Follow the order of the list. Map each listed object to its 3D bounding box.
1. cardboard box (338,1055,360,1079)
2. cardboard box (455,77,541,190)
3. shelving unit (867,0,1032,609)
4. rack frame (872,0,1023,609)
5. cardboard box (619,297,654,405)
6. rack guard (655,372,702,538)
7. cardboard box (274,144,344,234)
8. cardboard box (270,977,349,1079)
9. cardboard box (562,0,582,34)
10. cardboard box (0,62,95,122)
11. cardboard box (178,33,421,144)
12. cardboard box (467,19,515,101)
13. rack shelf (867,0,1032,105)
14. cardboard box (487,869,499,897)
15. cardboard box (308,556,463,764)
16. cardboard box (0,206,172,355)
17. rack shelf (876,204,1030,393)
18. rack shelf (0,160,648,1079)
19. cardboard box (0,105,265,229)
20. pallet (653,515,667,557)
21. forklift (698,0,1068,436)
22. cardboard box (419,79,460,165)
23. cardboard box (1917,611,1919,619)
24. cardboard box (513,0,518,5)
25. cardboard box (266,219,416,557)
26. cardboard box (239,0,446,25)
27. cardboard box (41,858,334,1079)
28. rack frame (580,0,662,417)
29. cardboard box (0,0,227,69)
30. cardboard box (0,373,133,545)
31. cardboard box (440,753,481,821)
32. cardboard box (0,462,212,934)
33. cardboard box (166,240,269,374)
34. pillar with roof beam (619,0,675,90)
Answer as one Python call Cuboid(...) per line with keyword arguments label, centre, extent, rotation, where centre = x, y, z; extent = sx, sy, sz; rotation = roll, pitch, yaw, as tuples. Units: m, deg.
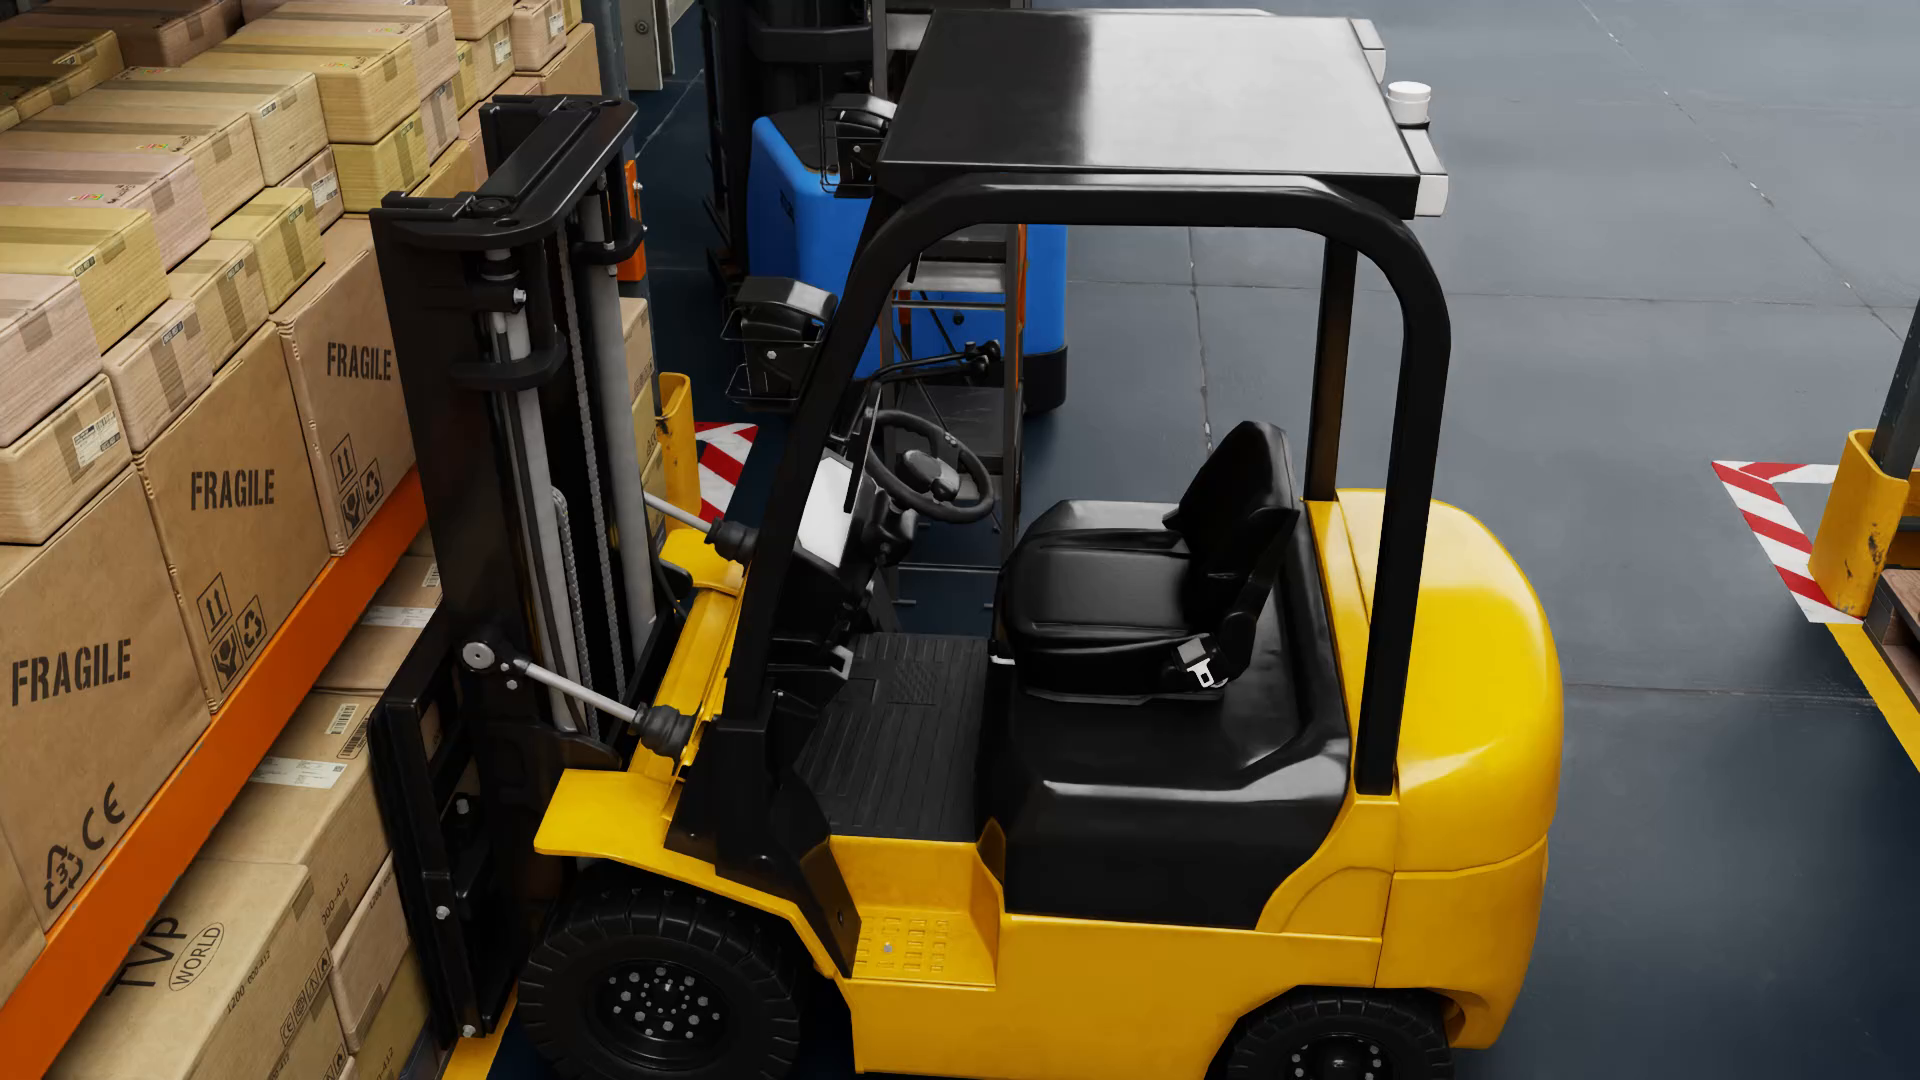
Cuboid(label="cardboard box", centre=(-1.446, 1.232, 3.113), extent=(0.500, 0.250, 0.500), rotation=(2, 32, 3))
Cuboid(label="cardboard box", centre=(-1.346, -0.850, 4.175), extent=(0.500, 0.500, 0.500), rotation=(3, 32, 6))
Cuboid(label="shelving unit", centre=(-0.013, -0.807, 5.059), extent=(0.431, 2.100, 0.503), rotation=(2, 32, 4))
Cuboid(label="rack frame", centre=(-0.033, -0.680, 4.852), extent=(0.400, 2.100, 0.015), rotation=(2, 32, 4))
Cuboid(label="cardboard box", centre=(-1.242, -0.527, 5.013), extent=(0.500, 0.250, 0.500), rotation=(3, 32, 6))
Cuboid(label="rack guard", centre=(-1.514, -0.295, 5.753), extent=(1.175, 0.500, 0.348), rotation=(2, 32, 4))
Cuboid(label="cardboard box", centre=(-1.455, -0.674, 3.271), extent=(0.380, 0.149, 0.250), rotation=(2, 32, 4))
Cuboid(label="cardboard box", centre=(-1.455, 1.021, 2.979), extent=(0.500, 0.250, 0.500), rotation=(2, 32, 4))
Cuboid(label="cardboard box", centre=(-1.265, -1.472, 4.566), extent=(0.380, 0.149, 0.250), rotation=(3, 32, 5))
Cuboid(label="cardboard box", centre=(-1.910, -0.818, 3.221), extent=(0.380, 0.149, 0.250), rotation=(3, 32, 4))
Cuboid(label="cardboard box", centre=(-1.339, -0.924, 3.393), extent=(0.380, 0.149, 0.250), rotation=(3, 32, 5))
Cuboid(label="cardboard box", centre=(-1.338, -1.204, 4.131), extent=(0.380, 0.149, 0.250), rotation=(3, 32, 5))
Cuboid(label="rack shelf", centre=(-0.014, -1.392, 4.699), extent=(0.431, 0.518, 0.480), rotation=(2, 32, 4))
Cuboid(label="cardboard box", centre=(-1.359, 0.698, 3.980), extent=(0.500, 0.250, 0.500), rotation=(3, 32, 6))
Cuboid(label="cardboard box", centre=(-1.358, 0.270, 3.721), extent=(0.500, 0.250, 0.500), rotation=(2, 32, 3))
Cuboid(label="cardboard box", centre=(-1.459, -0.396, 2.536), extent=(0.380, 0.149, 0.250), rotation=(2, 32, 3))
Cuboid(label="rack shelf", centre=(-0.013, -0.796, 5.066), extent=(0.431, 0.518, 0.480), rotation=(2, 32, 4))
Cuboid(label="rack shelf", centre=(-1.679, 0.005, 3.568), extent=(1.077, 0.370, 4.000), rotation=(2, 32, 4))
Cuboid(label="cardboard box", centre=(-1.491, -0.663, 2.969), extent=(0.380, 0.149, 0.250), rotation=(3, 32, 4))
Cuboid(label="pallet", centre=(-1.536, 0.242, 5.156), extent=(1.003, 0.211, 1.213), rotation=(2, 32, 4))
Cuboid(label="forklift", centre=(-0.524, -2.377, 6.814), extent=(1.130, 2.935, 3.031), rotation=(-10, 33, -15))
Cuboid(label="cardboard box", centre=(-1.344, -0.934, 3.692), extent=(0.380, 0.149, 0.250), rotation=(1, 32, 2))
Cuboid(label="cardboard box", centre=(3.090, 0.265, 4.681), extent=(0.500, 0.250, 0.500), rotation=(2, 32, 4))
Cuboid(label="cardboard box", centre=(-1.324, -1.466, 4.272), extent=(0.380, 0.149, 0.250), rotation=(3, 32, 4))
Cuboid(label="cardboard box", centre=(-1.417, -0.319, 3.313), extent=(0.500, 0.500, 0.500), rotation=(3, 32, 4))
Cuboid(label="cardboard box", centre=(-1.413, -1.201, 3.842), extent=(0.380, 0.149, 0.250), rotation=(3, 32, 4))
Cuboid(label="cardboard box", centre=(-1.438, 0.804, 2.853), extent=(0.500, 0.250, 0.500), rotation=(3, 32, 4))
Cuboid(label="rack frame", centre=(-1.516, -1.347, 5.076), extent=(1.000, 3.000, 0.127), rotation=(2, 32, 4))
Cuboid(label="cardboard box", centre=(-1.850, -1.084, 3.653), extent=(0.380, 0.149, 0.250), rotation=(3, 32, 6))
Cuboid(label="cardboard box", centre=(-1.446, -0.128, 2.385), extent=(0.380, 0.149, 0.250), rotation=(3, 32, 5))
Cuboid(label="cardboard box", centre=(-1.361, 0.494, 3.833), extent=(0.500, 0.250, 0.500), rotation=(2, 32, 4))
Cuboid(label="cardboard box", centre=(-1.519, 0.208, 2.458), extent=(0.500, 0.500, 0.500), rotation=(3, 32, 5))
Cuboid(label="cardboard box", centre=(-1.420, -0.397, 2.822), extent=(0.380, 0.149, 0.250), rotation=(1, 32, 2))
Cuboid(label="pillar with roof beam", centre=(2.309, -6.529, 7.767), extent=(9.100, 9.000, 0.400), rotation=(2, 32, 4))
